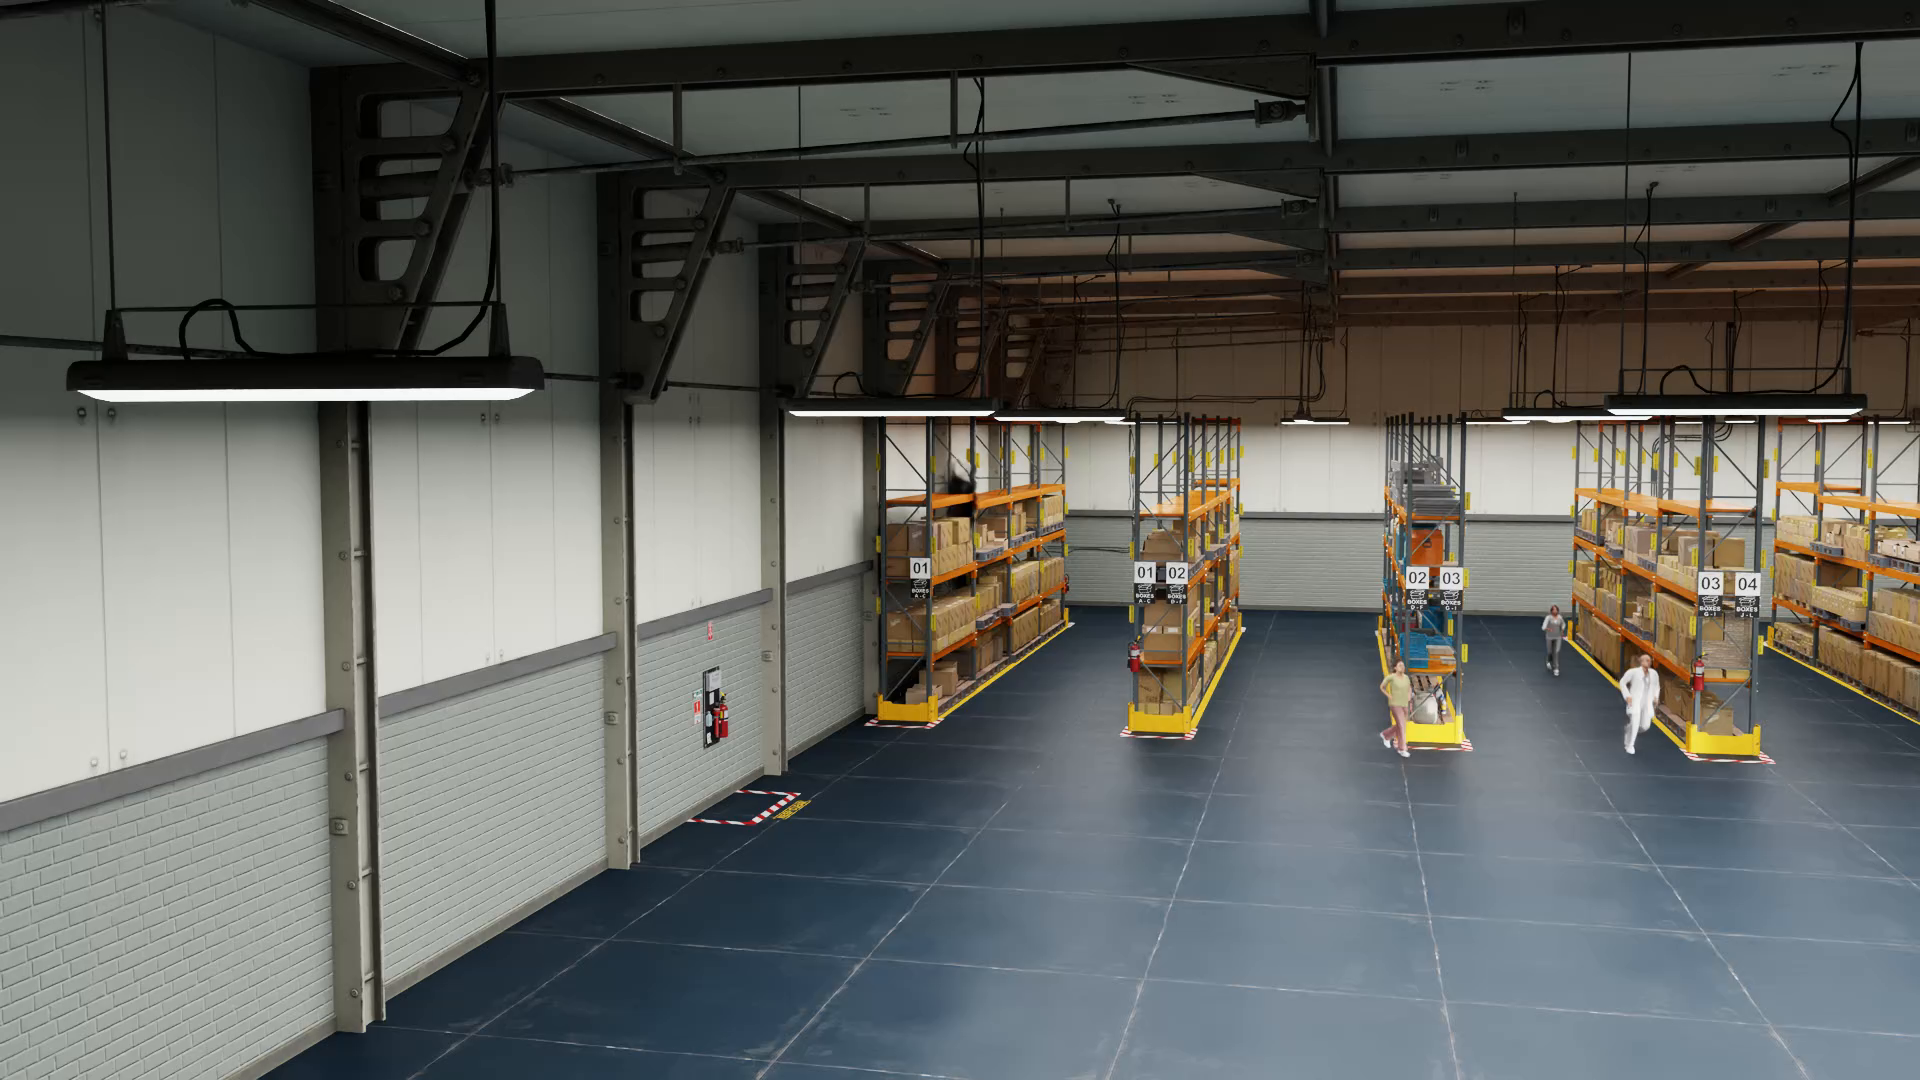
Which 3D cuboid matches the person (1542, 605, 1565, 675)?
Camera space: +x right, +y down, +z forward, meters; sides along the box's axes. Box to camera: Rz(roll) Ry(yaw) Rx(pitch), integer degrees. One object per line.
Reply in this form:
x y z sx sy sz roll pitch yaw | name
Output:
13.749 2.296 38.519 0.523 1.582 0.849 1 4 10 | person

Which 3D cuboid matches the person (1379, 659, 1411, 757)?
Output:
7.698 2.934 29.261 0.627 1.681 0.771 -2 4 -21 | person

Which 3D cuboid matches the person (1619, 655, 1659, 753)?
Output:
12.046 2.889 29.471 0.754 1.732 0.612 0 4 -3 | person
